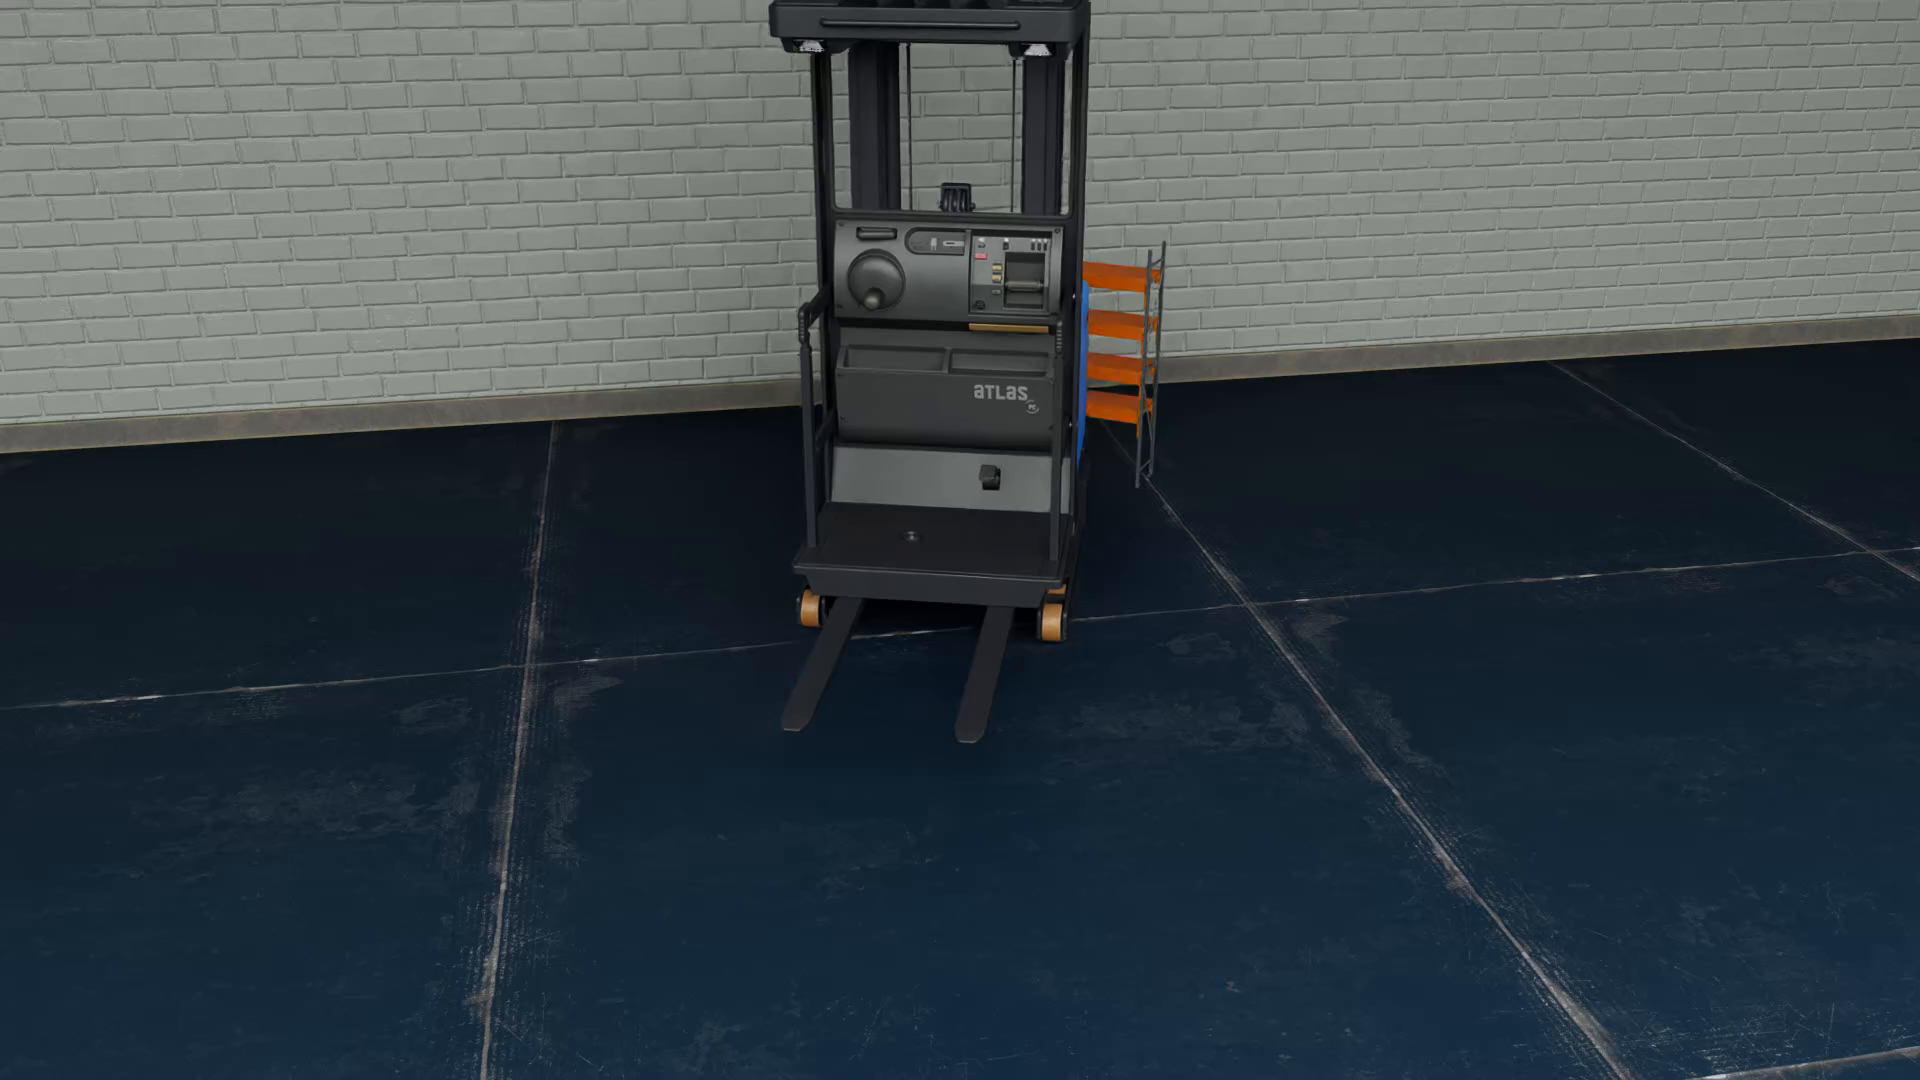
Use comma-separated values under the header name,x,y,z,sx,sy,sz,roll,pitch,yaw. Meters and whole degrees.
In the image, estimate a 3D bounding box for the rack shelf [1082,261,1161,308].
name,x,y,z,sx,sy,sz,roll,pitch,yaw
rack shelf,0.722,-1.262,8.148,0.480,0.148,0.258,10,24,22

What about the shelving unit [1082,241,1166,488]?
name,x,y,z,sx,sy,sz,roll,pitch,yaw
shelving unit,0.717,-0.897,8.295,0.503,1.200,0.258,10,24,22

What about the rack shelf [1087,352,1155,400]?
name,x,y,z,sx,sy,sz,roll,pitch,yaw
rack shelf,0.717,-0.835,8.321,0.480,0.148,0.258,10,24,22

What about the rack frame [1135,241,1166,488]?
name,x,y,z,sx,sy,sz,roll,pitch,yaw
rack frame,0.940,-0.857,8.203,0.015,1.200,0.240,10,24,22

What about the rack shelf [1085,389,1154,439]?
name,x,y,z,sx,sy,sz,roll,pitch,yaw
rack shelf,0.714,-0.651,8.395,0.480,0.148,0.258,10,24,22

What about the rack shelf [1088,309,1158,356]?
name,x,y,z,sx,sy,sz,roll,pitch,yaw
rack shelf,0.719,-1.042,8.237,0.480,0.148,0.258,10,24,22

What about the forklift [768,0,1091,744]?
name,x,y,z,sx,sy,sz,roll,pitch,yaw
forklift,-0.077,-1.072,6.543,1.130,2.935,3.031,3,24,7
